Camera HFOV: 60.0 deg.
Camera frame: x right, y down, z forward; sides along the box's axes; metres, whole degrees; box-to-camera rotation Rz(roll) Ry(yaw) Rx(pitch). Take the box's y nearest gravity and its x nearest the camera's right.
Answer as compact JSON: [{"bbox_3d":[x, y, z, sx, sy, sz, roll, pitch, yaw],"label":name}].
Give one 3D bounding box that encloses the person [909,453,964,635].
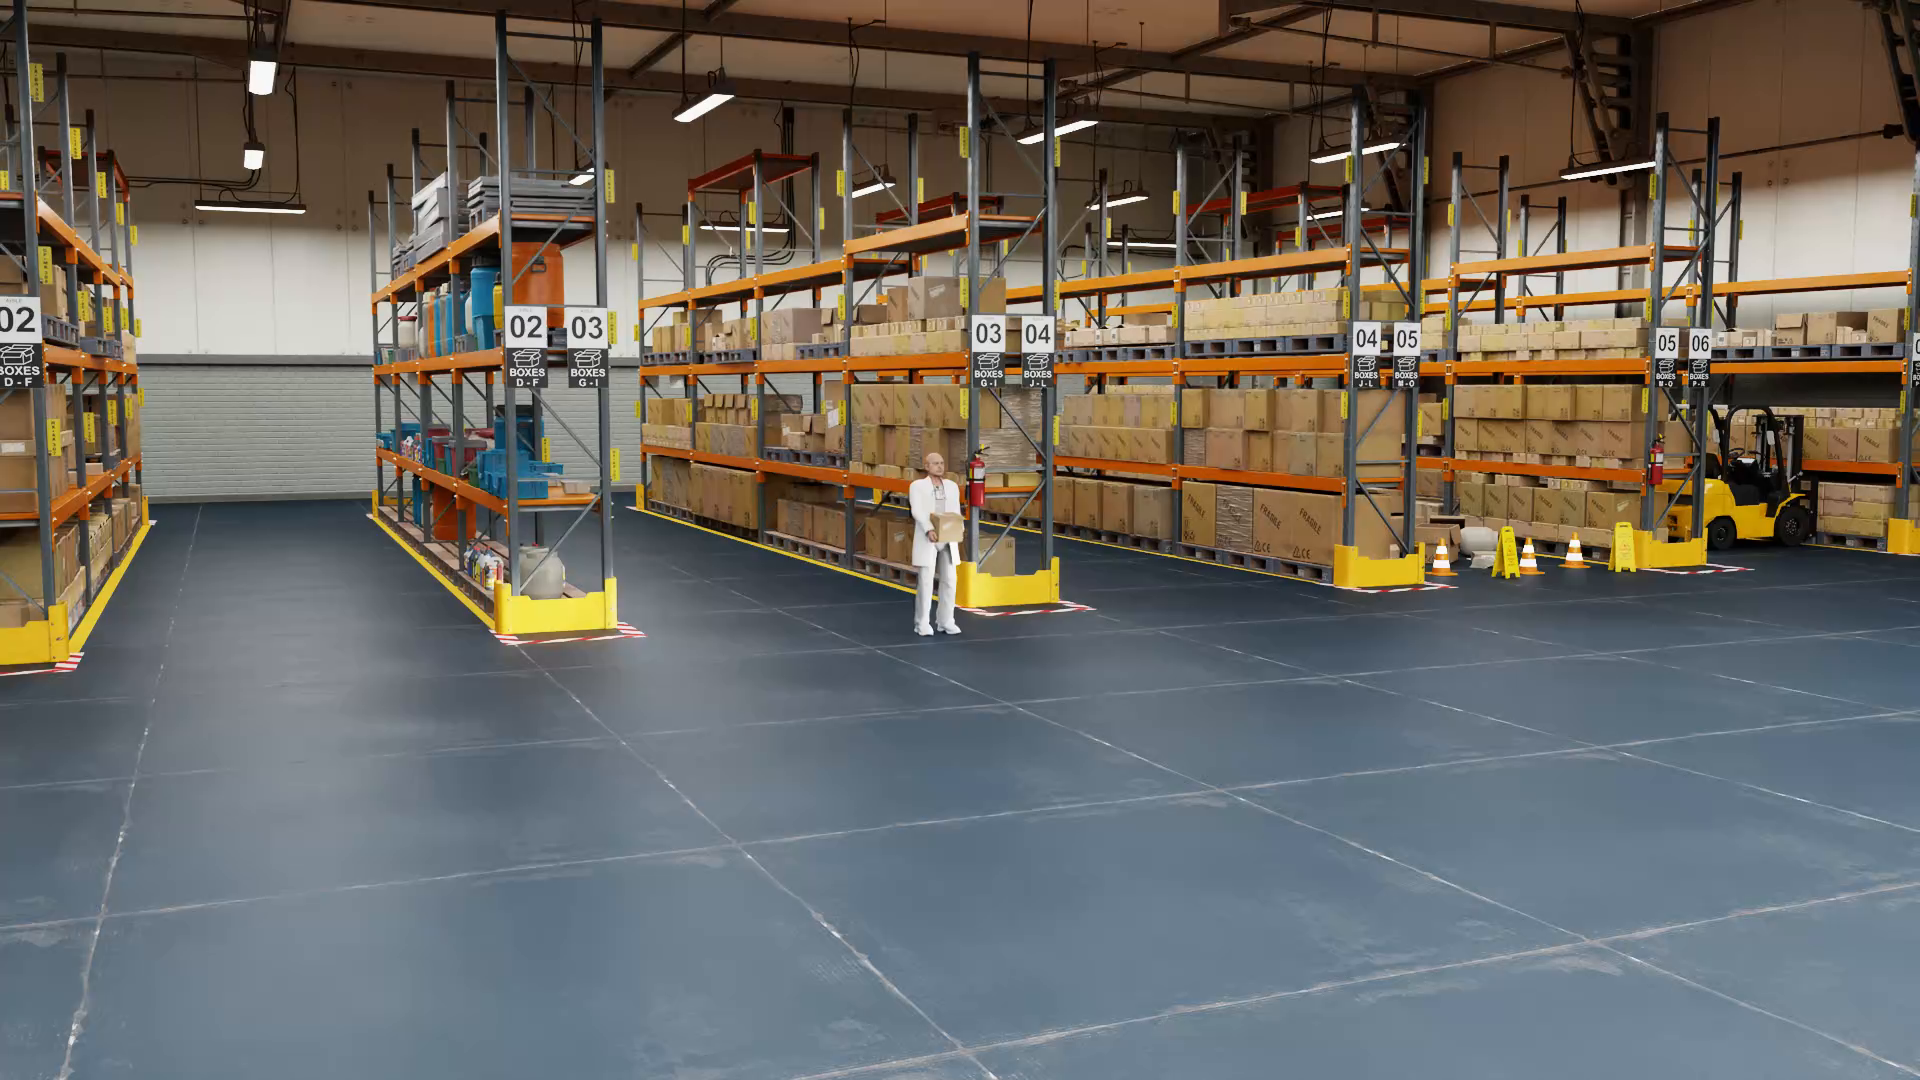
[{"bbox_3d":[-0.199,0.044,16.249,0.531,1.769,0.555,-2,6,-23],"label":"person"}]
